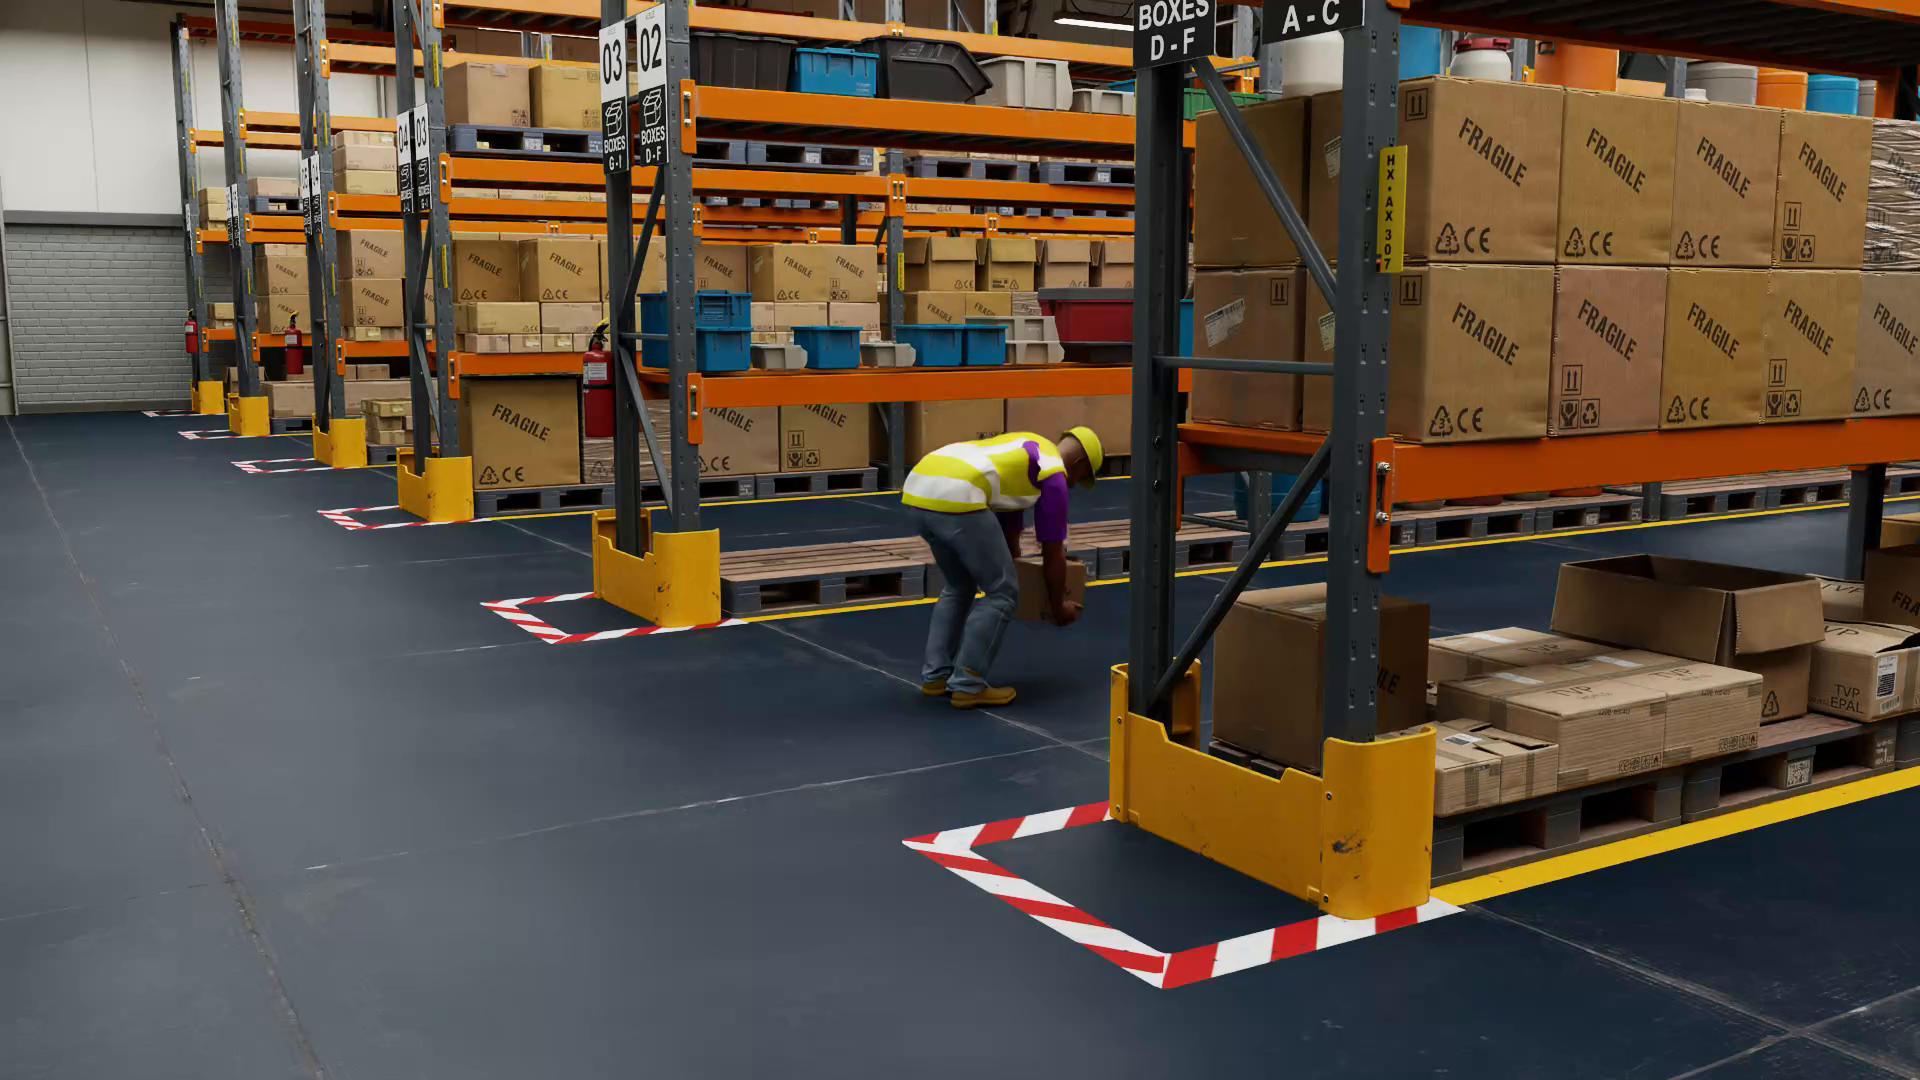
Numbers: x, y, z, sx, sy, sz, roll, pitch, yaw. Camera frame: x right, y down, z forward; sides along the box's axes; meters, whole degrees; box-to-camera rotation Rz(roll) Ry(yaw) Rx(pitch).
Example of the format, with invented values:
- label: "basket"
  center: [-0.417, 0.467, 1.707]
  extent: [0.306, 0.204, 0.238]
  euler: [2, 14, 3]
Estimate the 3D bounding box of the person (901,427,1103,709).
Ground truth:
- label: "person"
  center: [0.215, 0.096, 7.243]
  extent: [0.974, 1.148, 0.477]
  euler: [-5, 10, -33]
